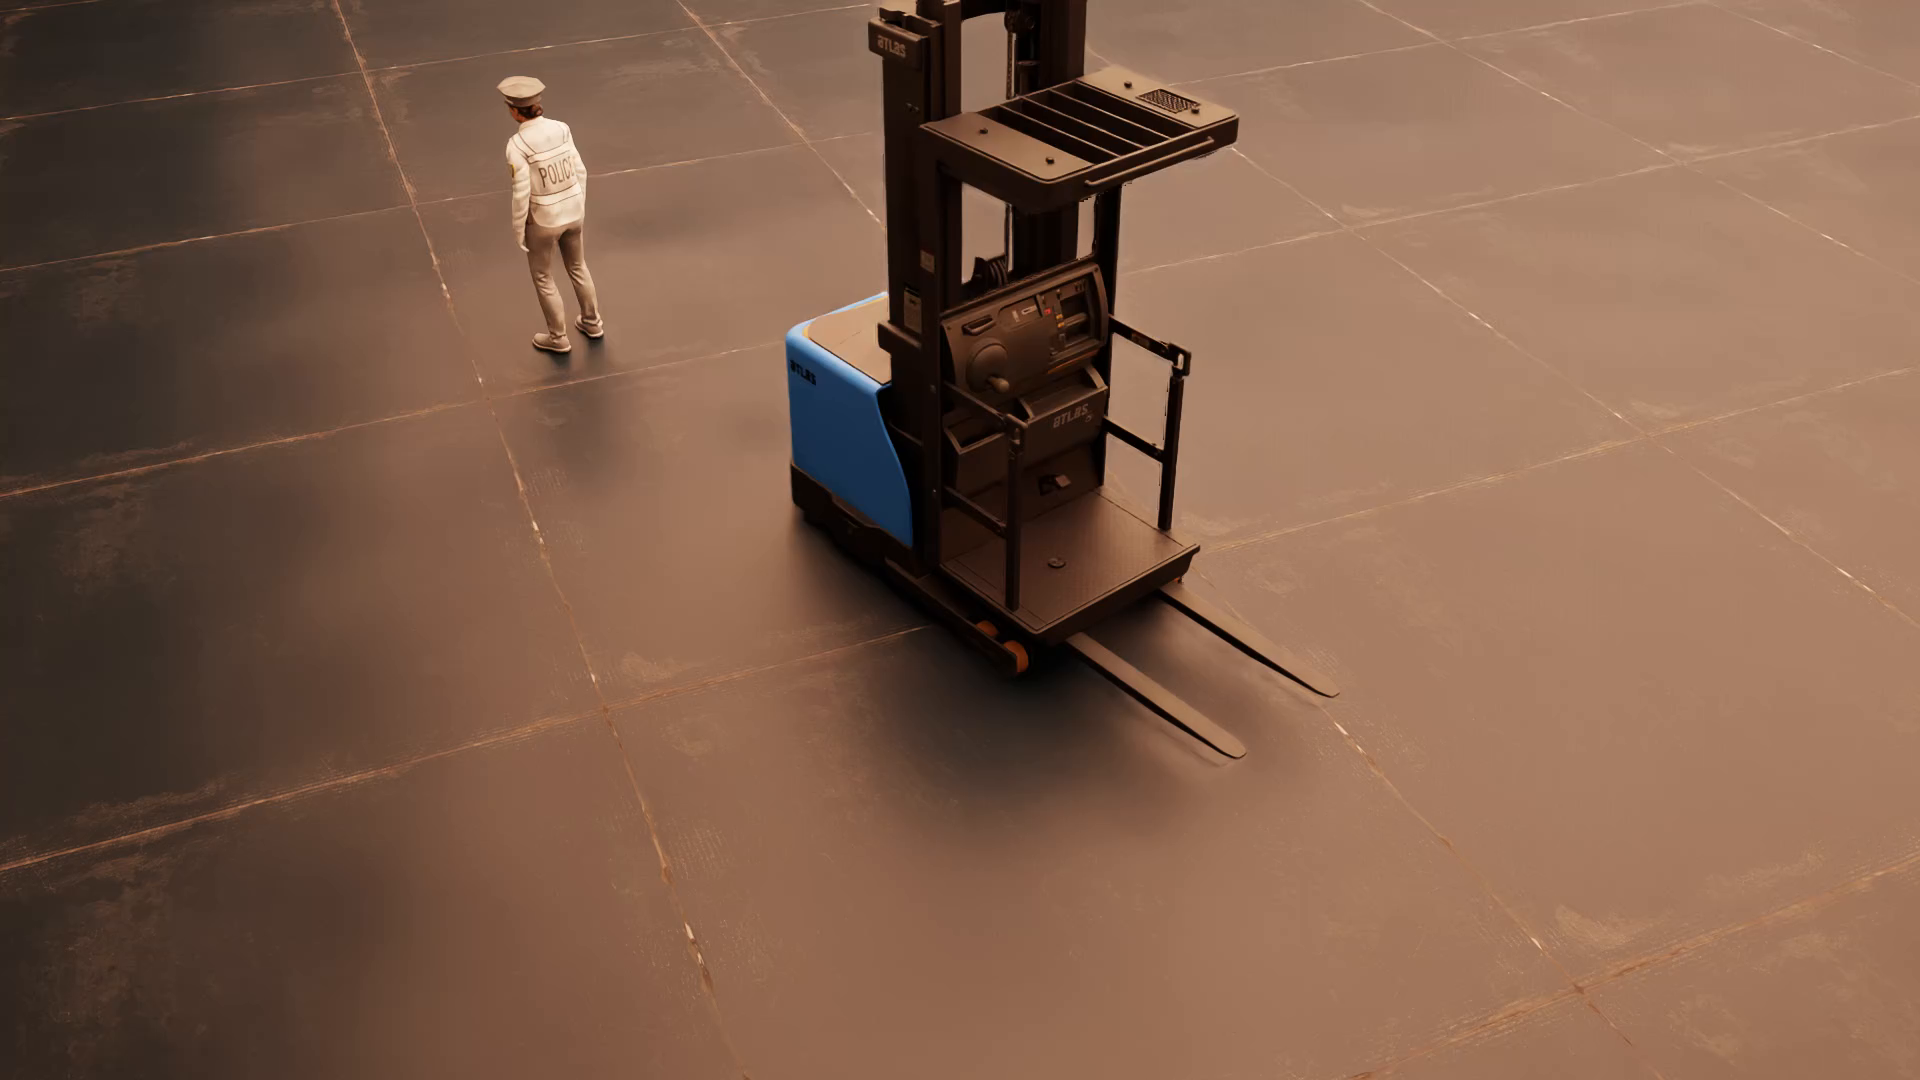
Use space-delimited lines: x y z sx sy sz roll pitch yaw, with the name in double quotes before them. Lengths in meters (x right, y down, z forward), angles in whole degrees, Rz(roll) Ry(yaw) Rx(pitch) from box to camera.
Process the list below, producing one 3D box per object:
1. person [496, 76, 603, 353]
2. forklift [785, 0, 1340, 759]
"person" -2.435 -1.909 9.880 0.376 1.662 0.528 26 43 32
"forklift" 0.443 -0.893 7.354 1.130 2.935 3.031 -26 43 -32
